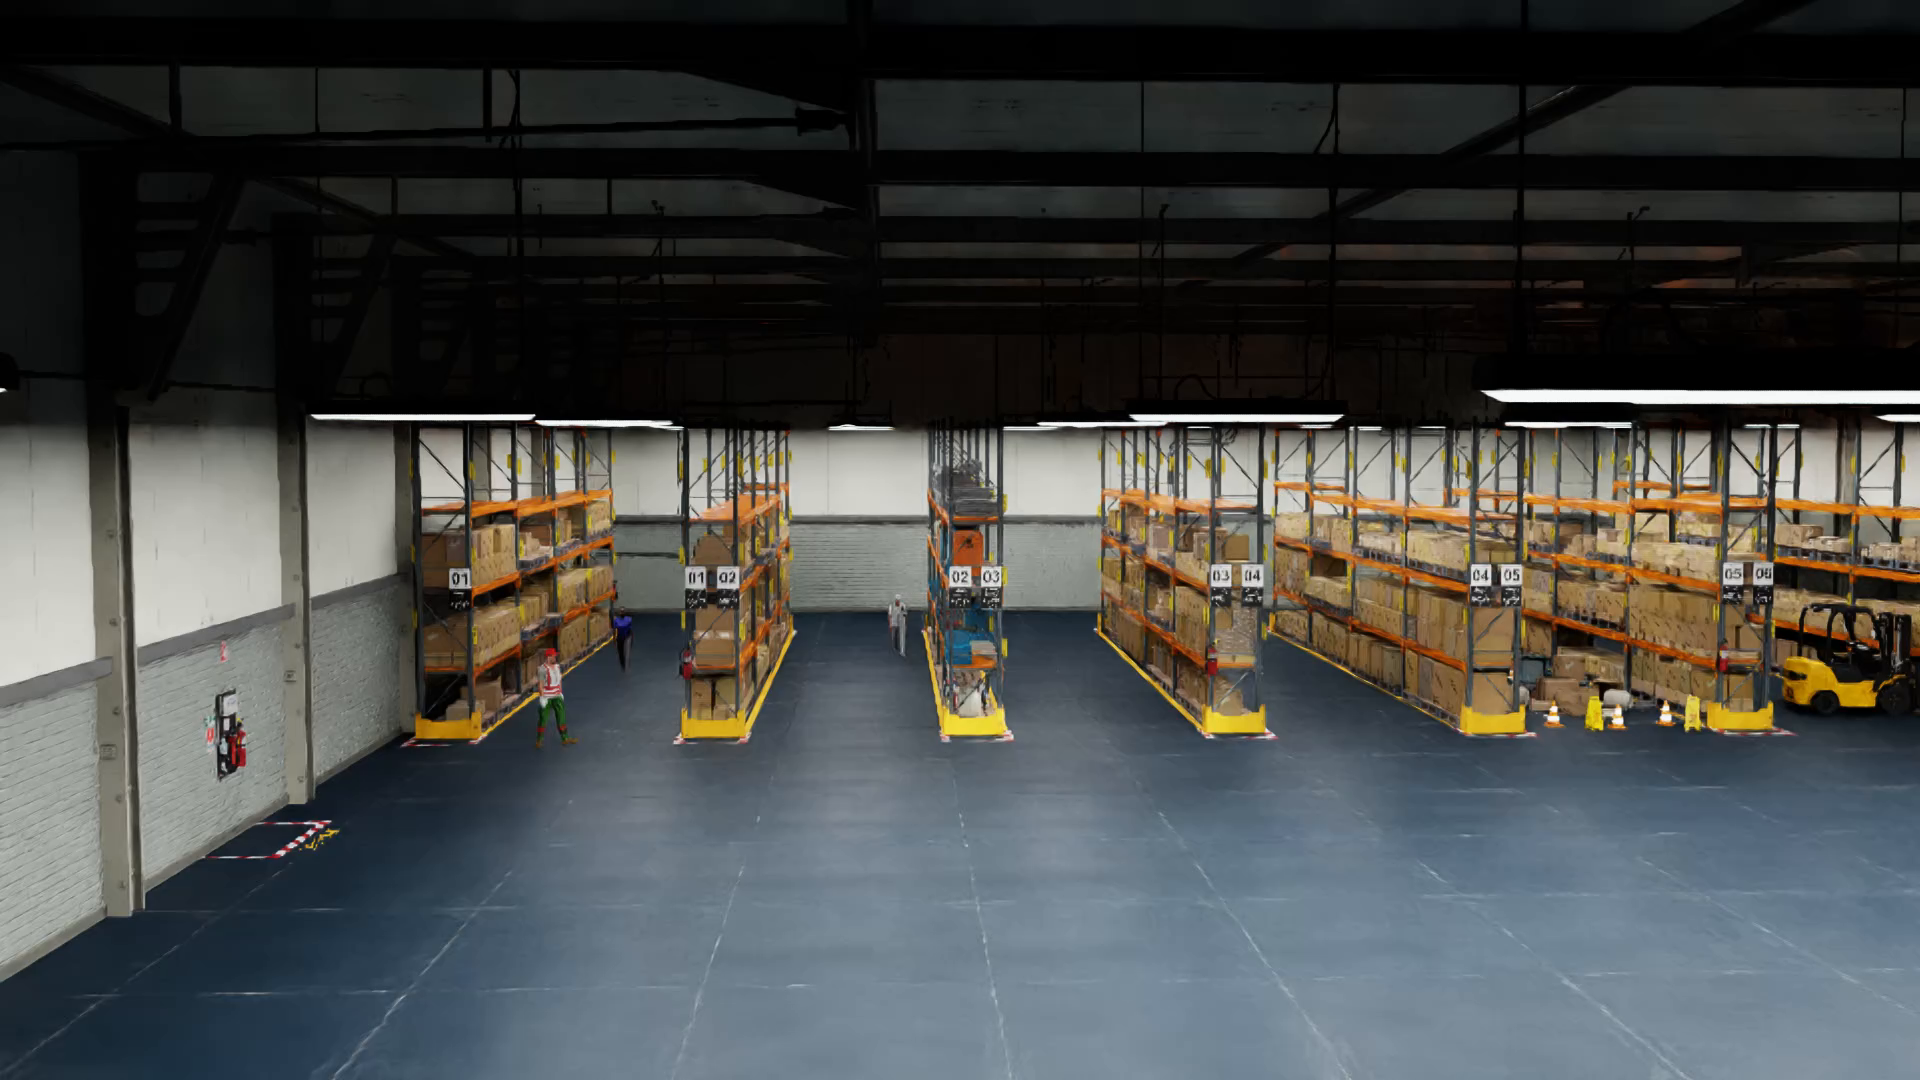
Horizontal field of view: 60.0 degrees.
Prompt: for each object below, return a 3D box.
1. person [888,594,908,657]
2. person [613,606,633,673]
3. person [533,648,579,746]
[{"bbox_3d":[-1.582,2.154,42.380,0.497,1.583,1.090,0,4,0],"label":"person"},{"bbox_3d":[-8.009,2.341,39.479,0.451,1.572,1.088,0,4,-4],"label":"person"},{"bbox_3d":[-7.397,2.843,30.251,0.566,1.781,0.718,3,5,36],"label":"person"}]
